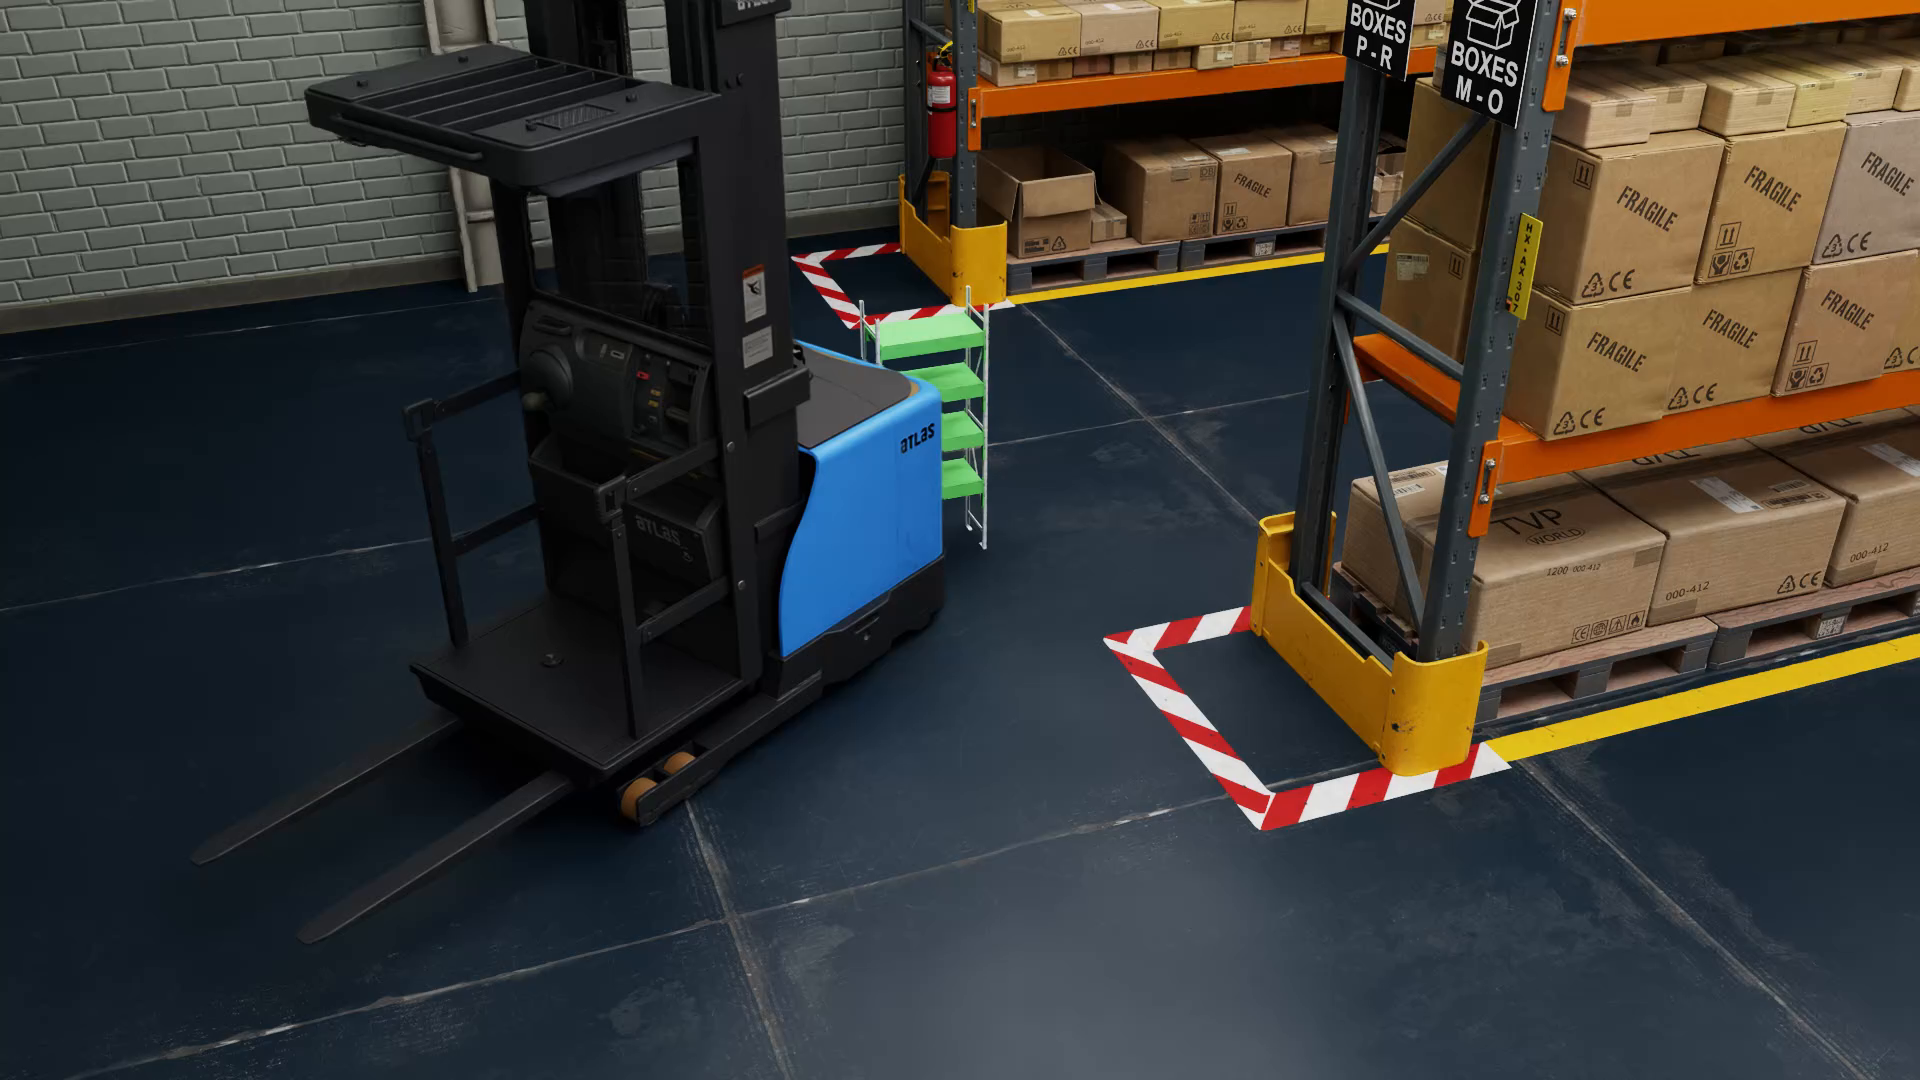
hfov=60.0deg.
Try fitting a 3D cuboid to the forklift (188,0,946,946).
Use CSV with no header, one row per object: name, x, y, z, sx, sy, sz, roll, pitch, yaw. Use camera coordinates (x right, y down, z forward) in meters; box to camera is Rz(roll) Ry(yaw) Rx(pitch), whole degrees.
forklift,-1.354,-0.529,5.718,1.130,2.935,3.031,21,36,32

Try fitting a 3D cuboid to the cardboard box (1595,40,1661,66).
cardboard box,2.313,-1.769,6.059,0.250,0.149,0.380,-11,31,-18

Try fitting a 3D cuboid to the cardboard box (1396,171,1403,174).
cardboard box,3.200,-2.420,11.423,0.250,0.149,0.380,-11,32,-19

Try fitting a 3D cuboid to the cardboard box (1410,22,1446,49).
cardboard box,2.937,-3.316,10.794,0.250,0.149,0.380,-10,31,-16

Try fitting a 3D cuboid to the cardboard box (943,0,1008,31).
cardboard box,0.209,-3.285,10.337,0.500,0.250,0.500,-10,31,-16

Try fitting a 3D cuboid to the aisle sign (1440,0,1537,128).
aisle sign,1.638,-1.699,5.075,0.004,0.787,0.394,-10,31,-18

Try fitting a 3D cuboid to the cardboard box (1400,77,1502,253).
cardboard box,1.974,-1.388,6.044,0.500,0.500,0.500,-9,31,-16

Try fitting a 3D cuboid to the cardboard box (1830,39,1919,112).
cardboard box,3.255,-1.626,5.807,0.250,0.149,0.380,-10,31,-17

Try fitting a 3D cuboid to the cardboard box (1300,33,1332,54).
cardboard box,2.171,-3.234,10.650,0.250,0.149,0.380,-10,31,-17

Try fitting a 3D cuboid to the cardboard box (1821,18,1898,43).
cardboard box,3.301,-1.913,6.311,0.250,0.149,0.380,-9,31,-16

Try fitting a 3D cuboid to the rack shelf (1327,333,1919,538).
rack shelf,3.479,-0.749,6.761,4.000,0.370,1.077,-10,31,-18

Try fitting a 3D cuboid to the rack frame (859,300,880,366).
rack frame,-0.384,-0.451,7.329,0.015,1.200,0.240,-10,31,-18

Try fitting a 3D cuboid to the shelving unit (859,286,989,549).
shelving unit,-0.155,-0.493,7.403,0.503,1.200,0.258,-10,31,-18

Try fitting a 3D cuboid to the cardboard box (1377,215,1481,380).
cardboard box,1.964,-0.965,6.313,0.500,0.500,0.500,-10,31,-17

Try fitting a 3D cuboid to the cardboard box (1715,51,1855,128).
cardboard box,2.779,-1.532,5.643,0.250,0.149,0.380,-11,32,-19

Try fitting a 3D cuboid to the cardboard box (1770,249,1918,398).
cardboard box,3.102,-0.889,6.179,0.500,0.500,0.500,-11,31,-18

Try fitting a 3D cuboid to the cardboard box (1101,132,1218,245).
cardboard box,1.291,-2.306,10.868,0.500,0.500,0.700,-9,31,-16

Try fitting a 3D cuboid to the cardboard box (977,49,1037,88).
cardboard box,0.274,-2.839,9.956,0.250,0.149,0.380,-11,31,-18

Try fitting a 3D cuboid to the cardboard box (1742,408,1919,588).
cardboard box,3.889,-0.262,7.344,0.875,0.438,0.875,-11,32,-19

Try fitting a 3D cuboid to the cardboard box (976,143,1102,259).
cardboard box,0.477,-2.178,10.640,0.637,0.503,0.797,-12,32,-20

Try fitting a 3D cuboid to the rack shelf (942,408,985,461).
rack shelf,-0.155,-0.437,7.434,0.480,0.148,0.258,-10,31,-18

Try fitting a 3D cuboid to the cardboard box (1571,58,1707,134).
cardboard box,2.255,-1.487,5.563,0.250,0.149,0.380,-10,31,-16

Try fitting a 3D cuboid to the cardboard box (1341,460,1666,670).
cardboard box,2.188,0.054,6.788,0.875,0.438,0.875,-12,32,-19

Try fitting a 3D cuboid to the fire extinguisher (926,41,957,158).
fire extinguisher,-0.106,-2.583,9.708,0.183,0.674,0.296,-10,31,-18

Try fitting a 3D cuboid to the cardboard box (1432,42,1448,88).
cardboard box,1.871,-1.631,5.816,0.250,0.149,0.380,-10,31,-17

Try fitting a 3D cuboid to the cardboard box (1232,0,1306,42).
cardboard box,1.808,-3.310,10.381,0.500,0.250,0.500,-11,32,-19

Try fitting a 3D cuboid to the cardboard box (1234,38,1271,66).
cardboard box,1.739,-3.093,10.402,0.250,0.149,0.380,-10,31,-16

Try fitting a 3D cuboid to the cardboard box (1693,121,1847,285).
cardboard box,2.636,-1.237,5.780,0.500,0.500,0.500,-11,32,-19

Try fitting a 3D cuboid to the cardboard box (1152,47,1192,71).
cardboard box,1.236,-3.029,10.290,0.250,0.149,0.380,-10,31,-17

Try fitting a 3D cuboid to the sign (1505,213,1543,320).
sign,1.793,-0.868,5.289,0.005,0.325,0.100,-10,31,-18

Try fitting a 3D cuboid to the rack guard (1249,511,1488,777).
rack guard,1.582,0.374,6.588,0.348,0.500,1.175,-10,31,-18

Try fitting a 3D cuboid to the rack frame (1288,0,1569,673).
rack frame,1.605,-0.716,5.977,0.127,3.000,1.000,-10,31,-18

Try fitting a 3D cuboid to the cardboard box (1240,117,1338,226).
cardboard box,2.264,-2.485,11.182,0.500,0.500,0.700,-12,32,-19

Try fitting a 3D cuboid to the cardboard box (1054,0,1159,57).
cardboard box,0.862,-3.123,10.052,0.500,0.250,0.500,-10,31,-17

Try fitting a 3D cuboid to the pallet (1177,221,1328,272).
pallet,1.830,-2.166,11.340,1.213,0.211,1.003,-10,31,-18

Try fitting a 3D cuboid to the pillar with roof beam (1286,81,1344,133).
pillar with roof beam,4.154,-4.616,6.762,0.400,9.000,9.100,-10,31,-18

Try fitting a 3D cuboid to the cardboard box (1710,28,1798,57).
cardboard box,2.834,-1.806,6.123,0.250,0.149,0.380,-11,31,-18

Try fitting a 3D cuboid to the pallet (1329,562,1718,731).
pallet,2.327,0.321,6.973,1.213,0.211,1.003,-10,31,-18

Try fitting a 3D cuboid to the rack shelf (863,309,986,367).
rack shelf,-0.155,-0.854,7.197,0.480,0.148,0.258,-10,31,-18

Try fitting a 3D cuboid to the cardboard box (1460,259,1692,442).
cardboard box,2.155,-0.709,5.863,0.500,0.500,0.500,-11,31,-18

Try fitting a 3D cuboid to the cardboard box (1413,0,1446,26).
cardboard box,2.763,-3.478,10.676,0.500,0.250,0.500,-10,31,-17

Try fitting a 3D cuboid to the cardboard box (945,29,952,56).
cardboard box,0.087,-3.091,10.399,0.250,0.149,0.380,-11,31,-18

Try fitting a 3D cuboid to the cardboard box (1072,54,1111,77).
cardboard box,0.731,-2.965,10.179,0.250,0.149,0.380,-11,31,-18
